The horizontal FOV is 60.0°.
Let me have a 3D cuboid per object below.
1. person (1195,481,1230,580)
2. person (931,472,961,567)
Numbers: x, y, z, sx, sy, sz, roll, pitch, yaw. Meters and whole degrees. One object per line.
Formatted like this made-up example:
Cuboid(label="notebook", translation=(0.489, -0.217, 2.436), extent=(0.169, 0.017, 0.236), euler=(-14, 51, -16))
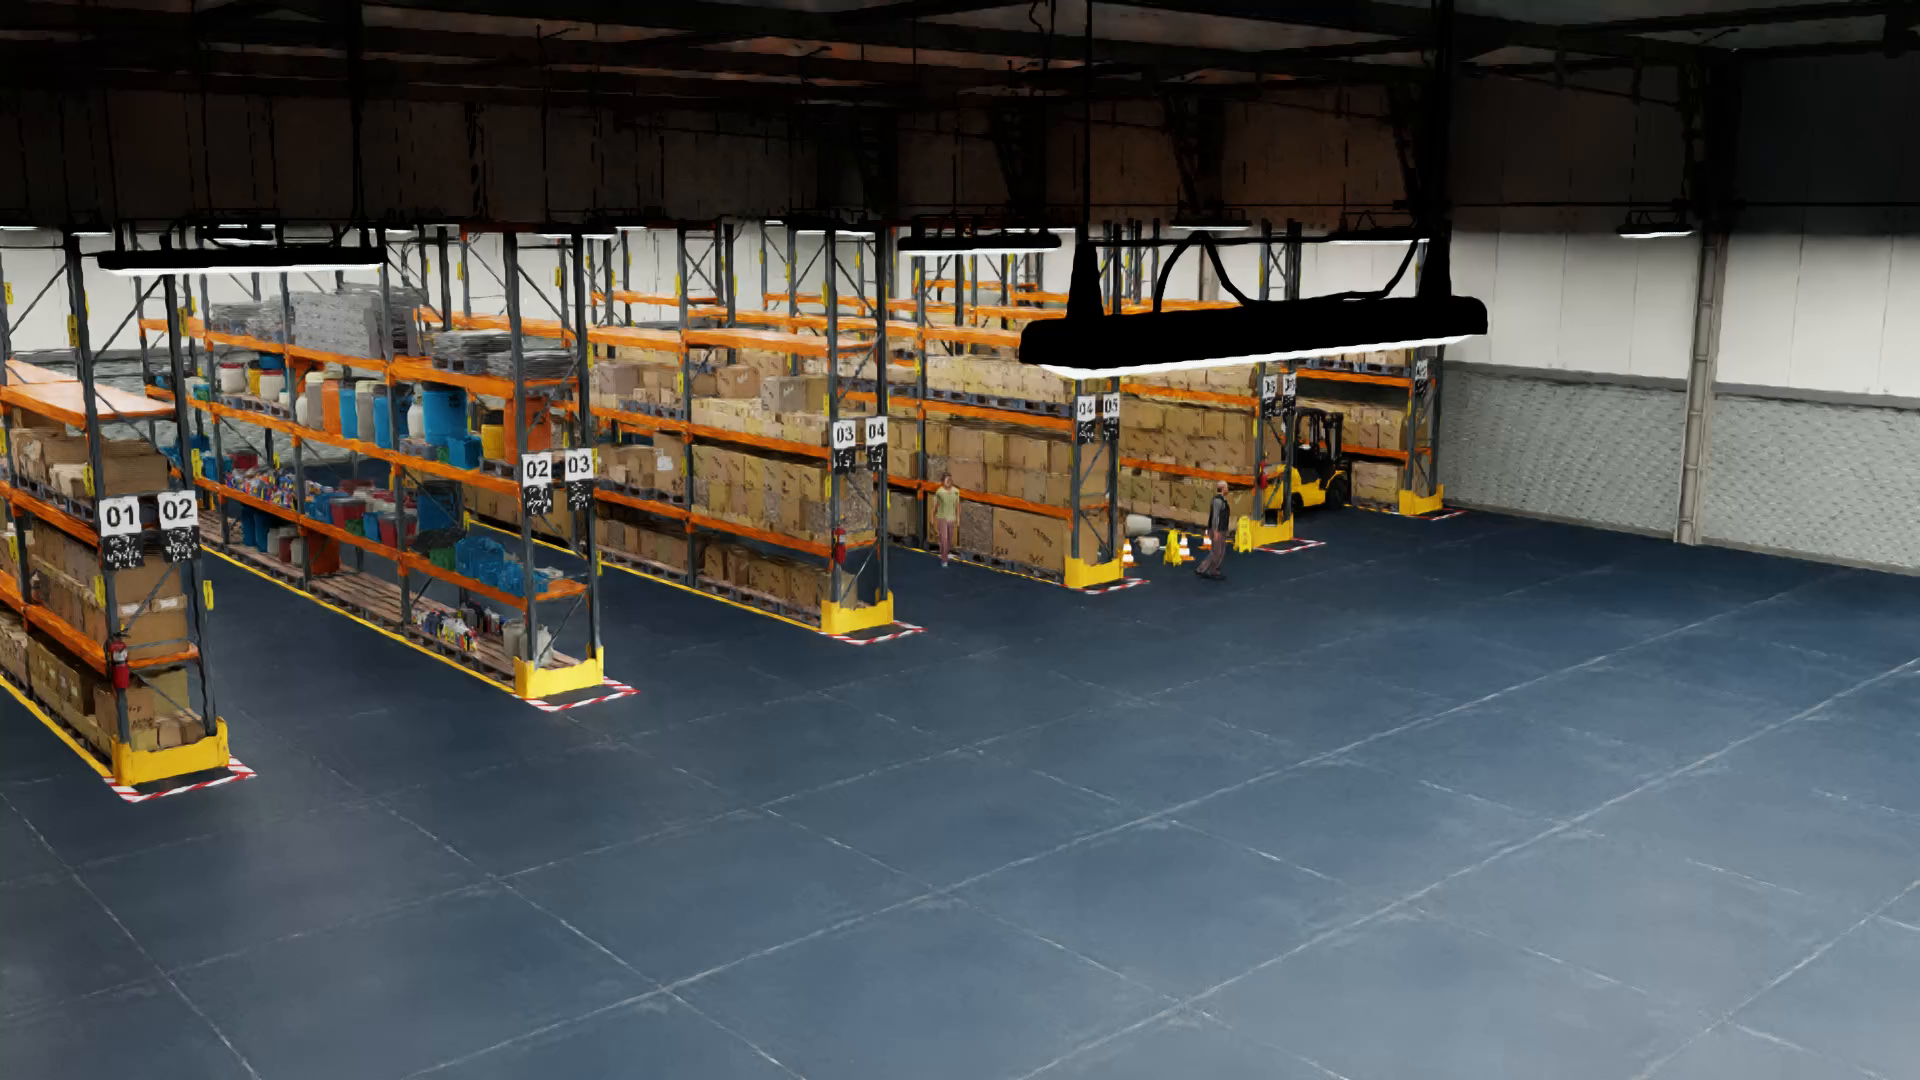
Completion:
Cuboid(label="person", translation=(4.317, -0.166, 28.388), extent=(0.541, 1.710, 0.576), euler=(3, 12, 12))
Cuboid(label="person", translation=(-0.224, -0.386, 28.268), extent=(0.491, 1.597, 0.944), euler=(-4, 12, -19))
